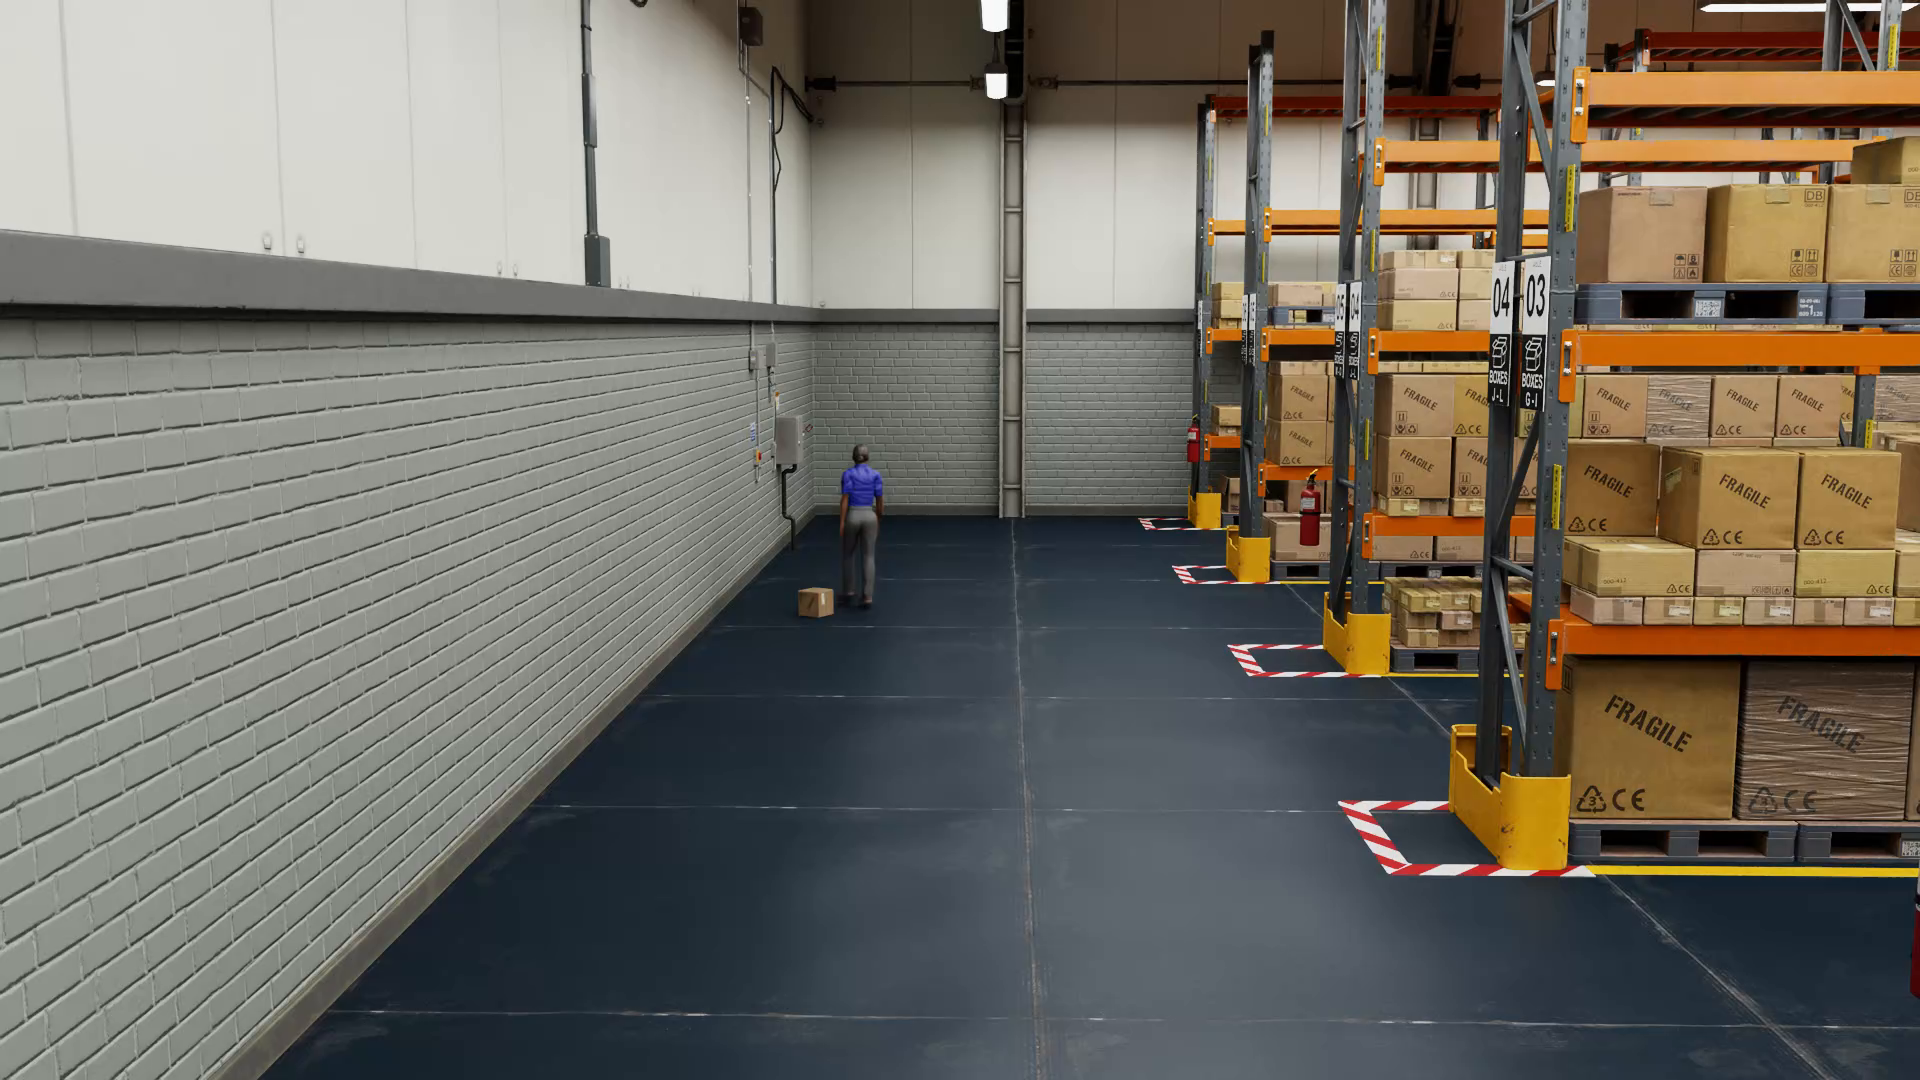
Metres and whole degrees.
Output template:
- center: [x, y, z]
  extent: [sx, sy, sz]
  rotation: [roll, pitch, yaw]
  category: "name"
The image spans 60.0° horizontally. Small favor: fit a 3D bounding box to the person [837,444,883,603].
- center: [-1.021, -0.176, 17.126]
  extent: [0.479, 1.623, 0.860]
  rotation: [-1, 7, -9]
  category: "person"
